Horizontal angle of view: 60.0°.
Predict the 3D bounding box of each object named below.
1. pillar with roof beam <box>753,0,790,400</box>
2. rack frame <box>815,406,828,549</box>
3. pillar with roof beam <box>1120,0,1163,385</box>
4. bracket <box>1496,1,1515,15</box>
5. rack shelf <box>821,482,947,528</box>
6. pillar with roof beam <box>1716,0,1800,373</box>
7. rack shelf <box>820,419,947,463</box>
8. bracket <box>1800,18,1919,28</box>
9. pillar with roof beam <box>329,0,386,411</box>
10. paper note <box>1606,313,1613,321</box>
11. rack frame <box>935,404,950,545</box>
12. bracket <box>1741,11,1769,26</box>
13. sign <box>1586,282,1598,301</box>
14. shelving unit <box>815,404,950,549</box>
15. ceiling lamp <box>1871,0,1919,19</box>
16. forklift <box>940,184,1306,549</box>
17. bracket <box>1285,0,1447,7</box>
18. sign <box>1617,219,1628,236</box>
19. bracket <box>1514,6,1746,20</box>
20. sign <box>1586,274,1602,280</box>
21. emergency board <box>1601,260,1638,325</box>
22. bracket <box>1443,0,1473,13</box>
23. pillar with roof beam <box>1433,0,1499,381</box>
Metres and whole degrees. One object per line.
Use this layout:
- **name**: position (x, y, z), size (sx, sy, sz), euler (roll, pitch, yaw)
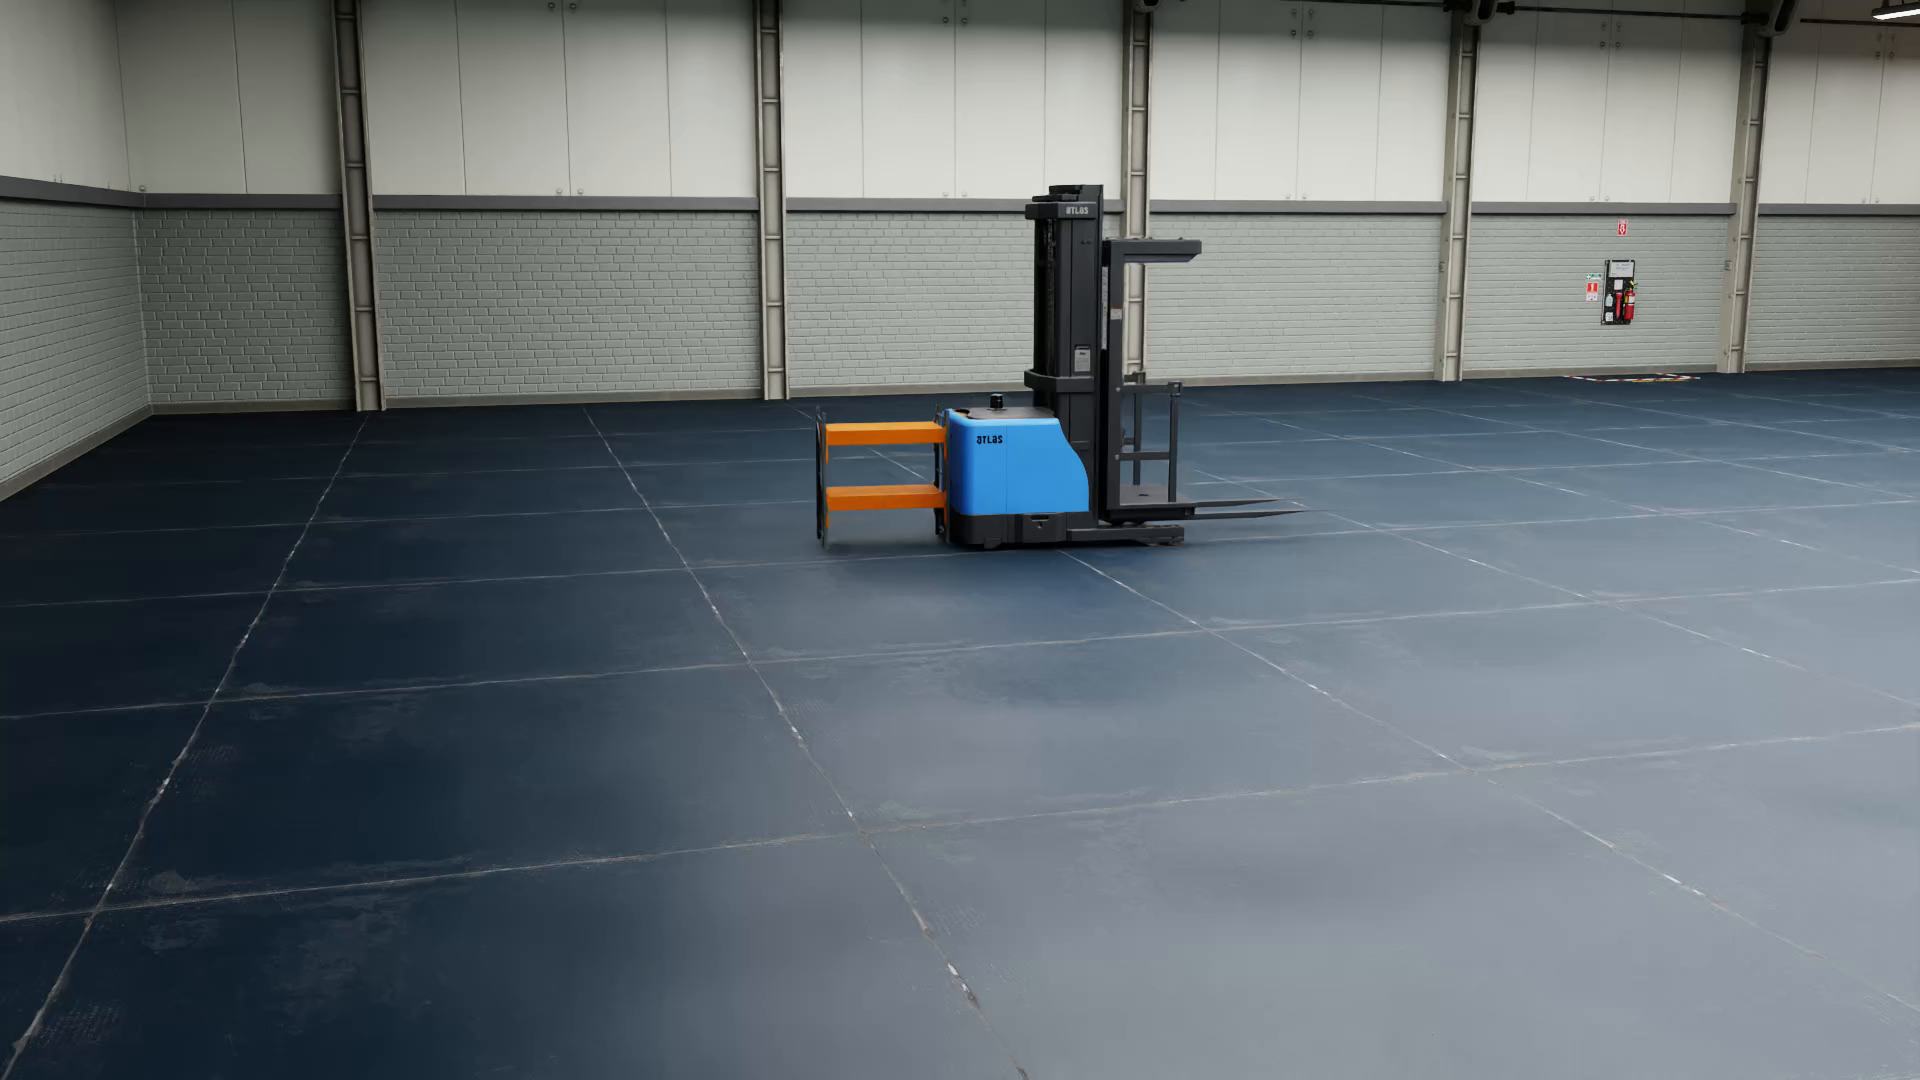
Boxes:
- **pillar with roof beam**: position (-1.696, -5.899, 21.236), size (0.400, 9.000, 9.100), euler (-3, 11, -16)
- **rack frame**: position (-1.148, -0.520, 13.765), size (0.032, 1.125, 0.500), euler (-2, 11, -11)
- **pillar with roof beam**: position (4.065, -6.203, 22.885), size (0.548, 9.000, 9.100), euler (-3, 11, -16)
- **bracket**: position (9.120, -8.984, 28.052), size (0.430, 0.232, 0.235), euler (-3, 11, -16)
- **rack shelf**: position (-0.649, -0.298, 13.907), size (1.000, 0.278, 0.538), euler (-2, 11, -11)
- **pillar with roof beam**: position (15.586, -6.810, 26.184), size (0.548, 9.000, 9.100), euler (-3, 11, -16)
- **rack shelf**: position (-0.649, -0.826, 13.809), size (1.000, 0.278, 0.538), euler (-2, 11, -11)
- **bracket**: position (17.355, -9.418, 30.410), size (4.783, 0.066, 0.076), euler (-3, 11, -16)
- **pillar with roof beam**: position (-7.457, -5.596, 19.586), size (0.400, 9.000, 9.100), euler (-3, 11, -16)
- **paper note**: position (11.811, -4.059, 30.245), size (0.142, 0.148, 0.016), euler (-3, 11, -16)
- **rack frame**: position (-0.151, -0.556, 13.960), size (0.032, 1.125, 0.500), euler (-2, 11, -11)
- **bracket**: position (14.084, -9.246, 29.474), size (0.430, 0.232, 0.235), euler (-3, 11, -16)
- **sign**: position (11.440, -4.497, 30.091), size (0.234, 0.329, 0.001), euler (-3, 11, -16)
- **shelving unit**: position (-0.649, -0.538, 13.862), size (1.048, 1.125, 0.538), euler (-2, 11, -11)
- **ceiling lamp**: position (14.353, -9.492, 24.631), size (0.800, 3.185, 2.000), euler (-3, 11, -16)
- **forklift**: position (1.400, -1.479, 13.984), size (3.031, 2.935, 1.130), euler (-2, 11, -11)
- **bracket**: position (5.833, -8.811, 27.111), size (4.783, 0.066, 0.076), euler (-3, 11, -16)
- **sign**: position (11.964, -5.647, 30.031), size (0.199, 0.298, 0.001), euler (-3, 11, -16)
- **bracket**: position (11.594, -9.115, 28.761), size (4.783, 0.066, 0.076), euler (-3, 11, -16)
- **sign**: position (11.447, -4.756, 30.036), size (0.331, 0.109, 0.001), euler (-3, 11, -16)
- **emergency board**: position (12.000, -4.490, 30.149), size (0.643, 1.169, 0.194), euler (-3, 11, -16)
- **bracket**: position (8.323, -8.942, 27.824), size (0.430, 0.232, 0.235), euler (-3, 11, -16)
- **pillar with roof beam**: position (9.826, -6.506, 24.534), size (0.548, 9.000, 9.100), euler (-3, 11, -16)
